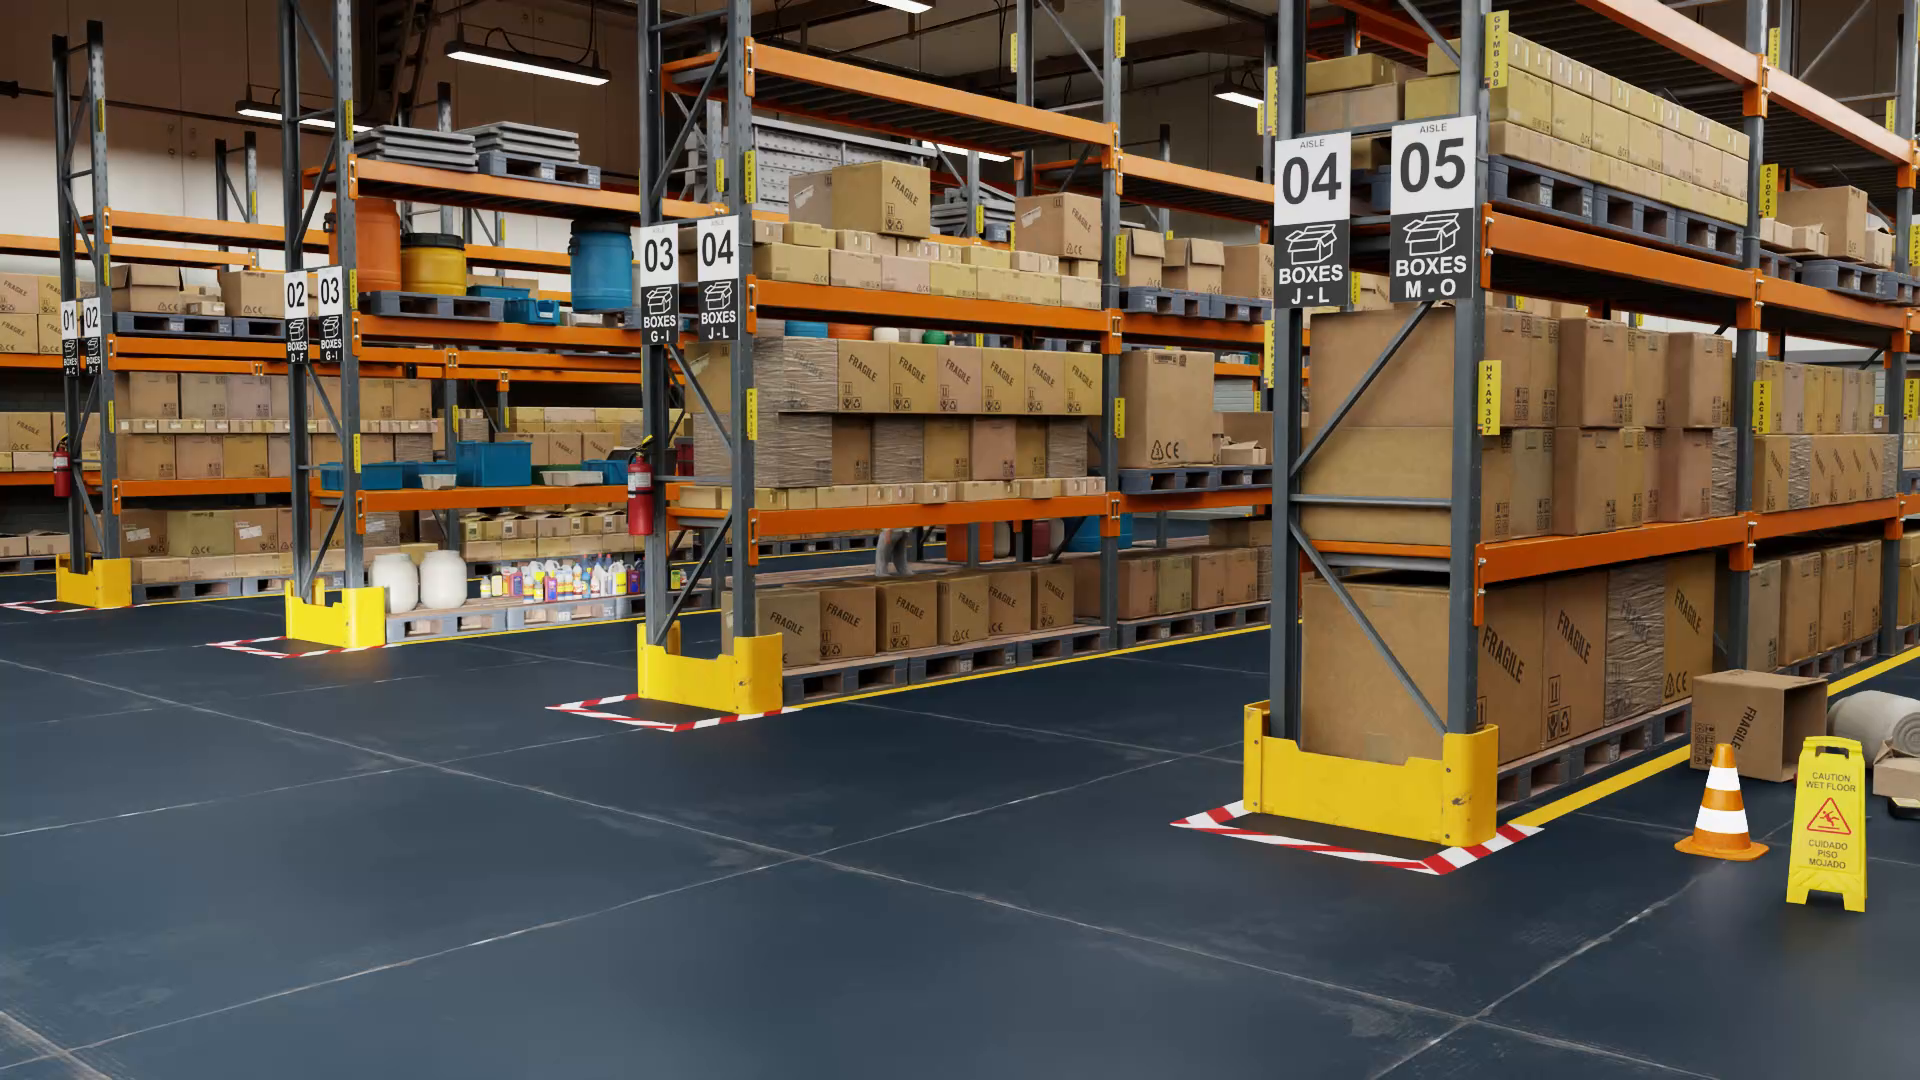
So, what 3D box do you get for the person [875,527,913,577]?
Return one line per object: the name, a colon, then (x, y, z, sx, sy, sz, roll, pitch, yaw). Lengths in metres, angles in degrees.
person: (-0.730, -0.075, 16.824, 0.583, 1.598, 0.424, 2, 4, 22)
